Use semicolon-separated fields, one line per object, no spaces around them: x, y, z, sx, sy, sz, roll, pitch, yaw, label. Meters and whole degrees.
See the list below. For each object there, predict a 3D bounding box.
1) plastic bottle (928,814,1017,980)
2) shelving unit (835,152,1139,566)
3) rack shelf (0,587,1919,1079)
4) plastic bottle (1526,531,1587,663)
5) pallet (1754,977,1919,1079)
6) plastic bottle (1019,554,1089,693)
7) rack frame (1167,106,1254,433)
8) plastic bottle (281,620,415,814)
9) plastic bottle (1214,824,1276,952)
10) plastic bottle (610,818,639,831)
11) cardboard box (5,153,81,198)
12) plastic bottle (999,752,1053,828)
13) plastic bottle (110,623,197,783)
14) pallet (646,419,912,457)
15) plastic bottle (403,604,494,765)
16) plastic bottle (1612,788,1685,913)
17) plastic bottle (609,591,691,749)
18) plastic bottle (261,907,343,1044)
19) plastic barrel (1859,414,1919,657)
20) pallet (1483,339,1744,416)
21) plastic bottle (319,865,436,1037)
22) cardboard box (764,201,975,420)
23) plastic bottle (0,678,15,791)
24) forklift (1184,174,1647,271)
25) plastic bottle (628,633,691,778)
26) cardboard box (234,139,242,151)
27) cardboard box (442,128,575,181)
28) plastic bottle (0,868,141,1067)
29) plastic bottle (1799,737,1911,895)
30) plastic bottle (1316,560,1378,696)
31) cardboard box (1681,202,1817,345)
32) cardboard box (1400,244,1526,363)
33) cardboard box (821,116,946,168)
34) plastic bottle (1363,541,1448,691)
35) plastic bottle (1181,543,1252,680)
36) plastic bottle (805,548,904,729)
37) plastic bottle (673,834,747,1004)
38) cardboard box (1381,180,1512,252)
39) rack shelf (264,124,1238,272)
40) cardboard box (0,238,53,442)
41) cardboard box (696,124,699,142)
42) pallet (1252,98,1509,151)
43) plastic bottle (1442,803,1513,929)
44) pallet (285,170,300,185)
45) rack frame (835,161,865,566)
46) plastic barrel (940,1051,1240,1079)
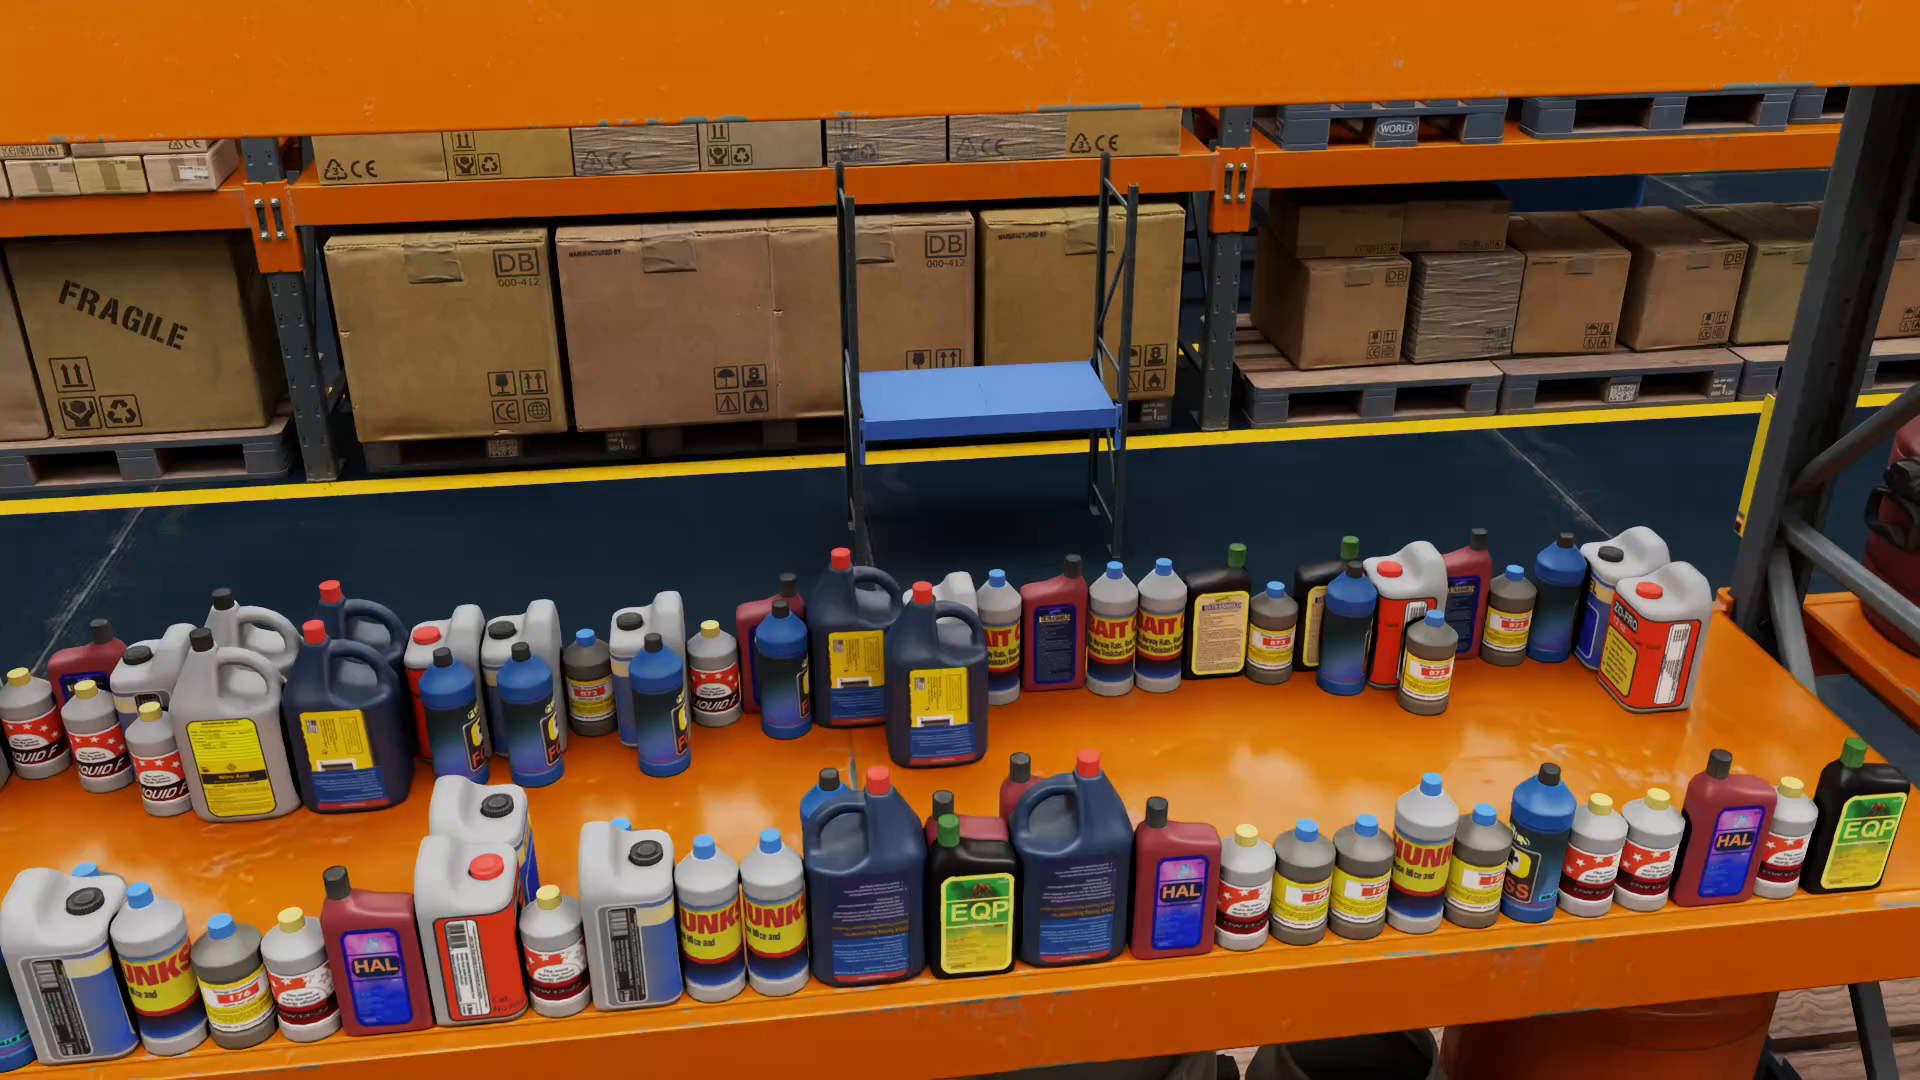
0.019;0.540;2.539;0.133;0.283;0.061;-4;27;-7;plastic bottle
0.084;-0.673;6.418;1.048;1.500;0.538;-4;27;-7;shelving unit
-0.174;0.624;3.036;4.000;0.370;1.077;-4;27;-7;rack shelf
1.215;0.110;3.390;0.097;0.271;0.097;0;27;0;plastic bottle
2.579;1.386;3.818;1.213;0.211;1.003;-4;27;-7;pallet
0.183;0.163;3.275;0.133;0.283;0.061;-4;27;-7;plastic bottle
1.117;-2.062;7.484;0.127;3.000;1.000;-4;27;-7;rack frame
-1.086;0.300;2.934;0.185;0.351;0.144;-4;27;-7;plastic bottle
0.446;0.541;2.628;0.097;0.201;0.097;0;27;0;plastic bottle
-0.532;0.533;2.642;0.097;0.201;0.097;0;27;0;plastic bottle
-3.610;-1.496;6.655;0.250;0.149;0.380;-4;27;-8;cardboard box
0.131;0.466;2.683;0.133;0.283;0.061;-4;27;-7;plastic bottle
-1.447;0.292;3.031;0.135;0.276;0.152;-4;27;-7;plastic bottle
-0.880;-0.730;7.941;1.213;0.211;1.003;-4;27;-7;pallet
-0.948;0.260;3.094;0.135;0.276;0.152;-4;27;-7;plastic bottle
1.120;0.497;2.712;0.097;0.201;0.097;0;27;0;plastic bottle
-0.585;0.236;3.139;0.135;0.276;0.152;-4;27;-7;plastic bottle
-0.969;0.632;2.451;0.097;0.201;0.097;0;27;0;plastic bottle
2.224;-0.050;3.413;0.708;0.536;0.600;-4;27;-7;plastic barrel
3.096;-0.947;8.364;1.213;0.211;1.003;-4;27;-7;pallet
-0.852;0.596;2.430;0.133;0.283;0.061;-4;27;-7;plastic bottle
-0.453;-1.216;7.702;0.875;0.875;1.225;-4;27;-7;cardboard box
-1.809;0.315;2.986;0.135;0.276;0.152;-4;27;-7;plastic bottle
2.286;-2.865;9.123;3.031;2.935;1.130;-3;27;-7;forklift
-0.549;0.294;3.033;0.097;0.271;0.097;0;27;0;plastic bottle
-3.183;-1.828;7.302;0.250;0.149;0.380;-4;27;-7;cardboard box
-1.856;-1.801;6.865;0.500;0.500;0.500;-4;27;-7;cardboard box
-1.280;0.606;2.420;0.135;0.276;0.152;-4;27;-7;plastic bottle
1.466;0.447;2.721;0.133;0.283;0.061;-4;27;-7;plastic bottle
0.765;0.167;3.279;0.097;0.271;0.097;0;27;0;plastic bottle
3.992;-1.349;8.350;0.500;0.500;0.700;-4;27;-7;cardboard box
2.325;-1.239;8.135;0.500;0.500;0.700;-6;28;-11;cardboard box
-0.346;-1.900;7.058;0.500;0.500;0.500;-5;28;-9;cardboard box
0.875;0.143;3.322;0.135;0.276;0.152;-4;27;-7;plastic bottle
0.508;0.142;3.315;0.133;0.283;0.061;-4;27;-7;plastic bottle
-0.199;0.177;3.174;0.185;0.351;0.144;-4;27;-7;plastic bottle
-0.378;0.562;2.509;0.097;0.271;0.097;0;27;0;plastic bottle
2.300;-1.574;7.967;0.500;0.250;0.500;-1;27;-1;cardboard box
-0.864;-1.615;7.400;4.000;0.370;1.077;-4;27;-7;rack shelf
-4.400;-0.986;7.254;0.875;0.875;0.875;-4;27;-7;cardboard box
-1.412;-2.070;7.390;0.500;0.500;0.500;-4;27;-8;cardboard box
1.808;-2.071;7.710;1.003;0.211;1.213;-4;27;-7;pallet
0.831;0.516;2.676;0.097;0.201;0.097;0;27;0;plastic bottle
-4.095;-2.757;11.893;1.213;0.211;1.003;-4;27;-7;pallet
-0.419;-0.640;6.355;0.032;1.500;0.500;-4;27;-7;rack frame
0.206;1.173;3.359;0.708;0.588;0.600;-4;27;-7;plastic barrel
